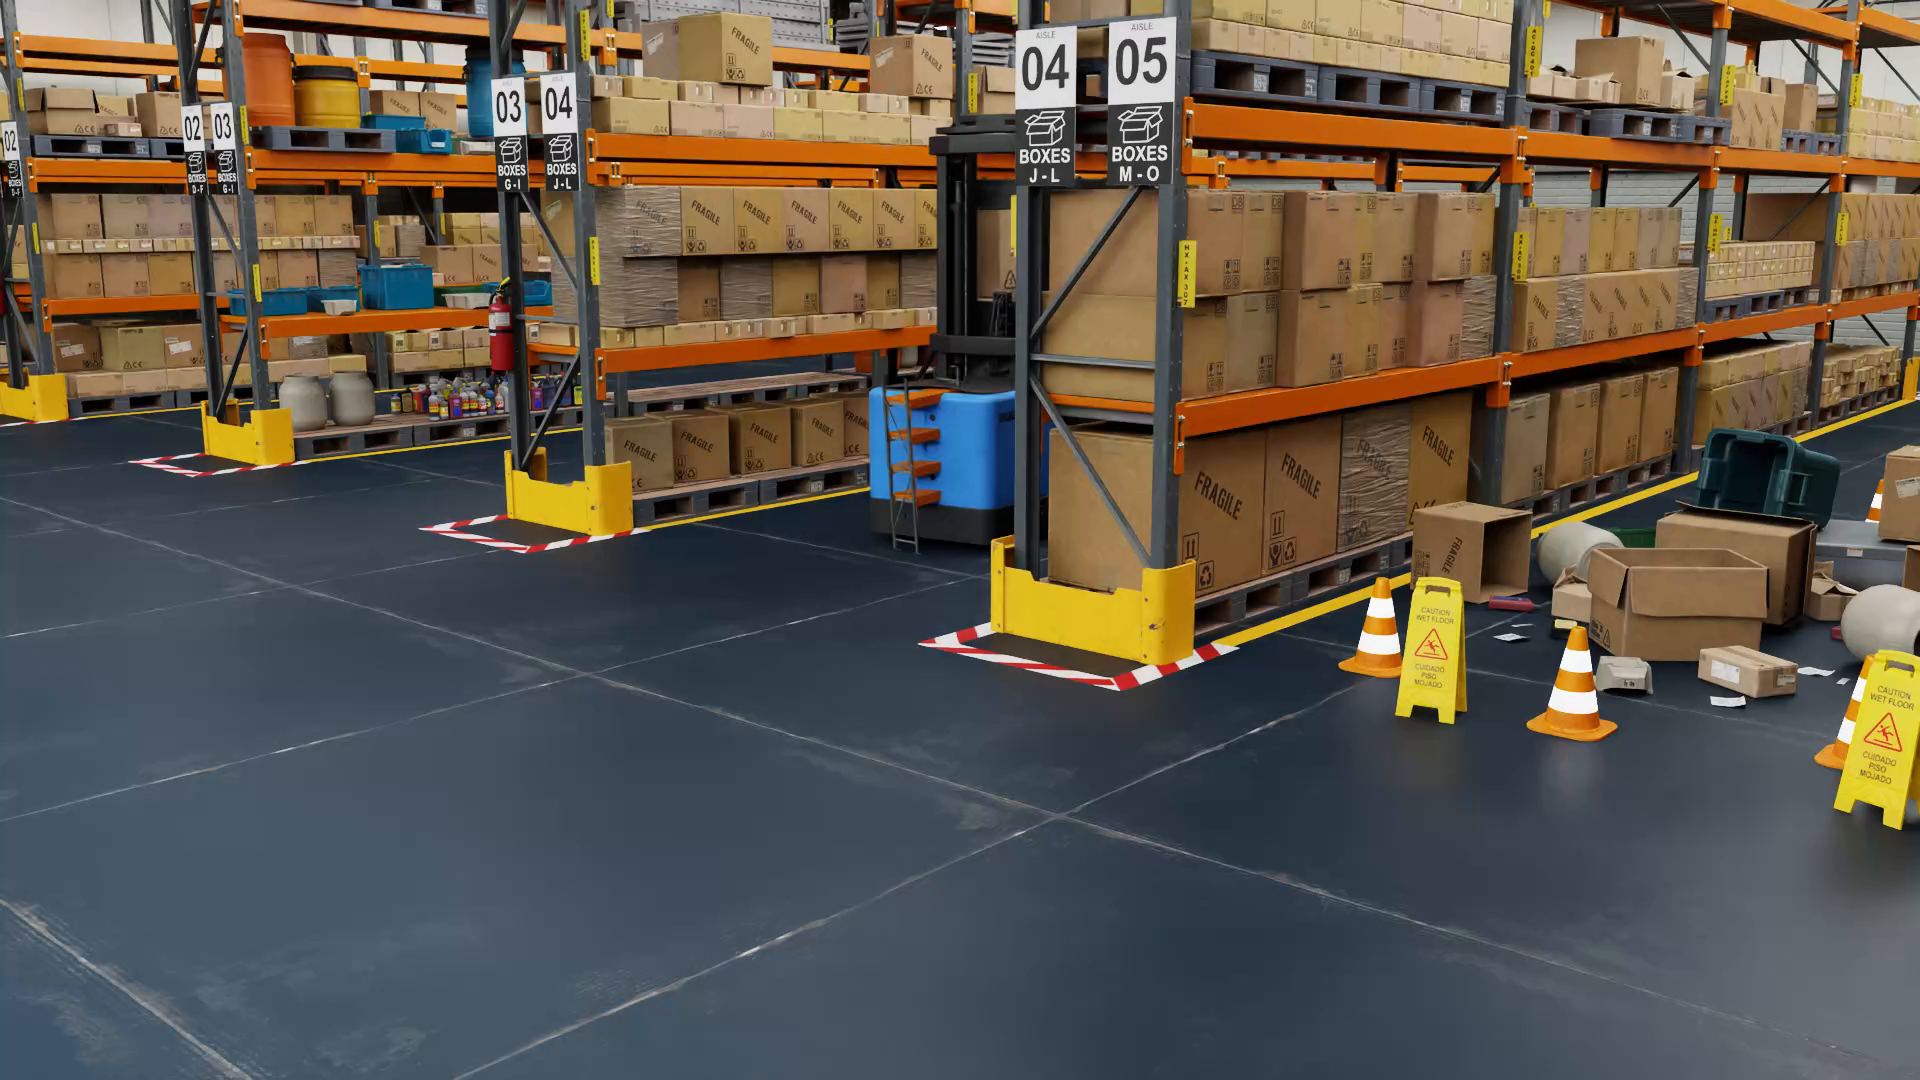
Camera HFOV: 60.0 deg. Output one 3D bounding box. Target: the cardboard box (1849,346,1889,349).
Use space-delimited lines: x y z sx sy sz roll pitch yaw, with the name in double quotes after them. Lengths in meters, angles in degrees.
10.906 -2.242 19.963 0.380 0.149 0.250 10 15 41 "cardboard box"

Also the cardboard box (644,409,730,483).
-2.153 -0.746 13.100 0.500 0.500 0.500 -7 13 -33 "cardboard box"

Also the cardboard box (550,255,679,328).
-2.563 -1.856 12.333 0.875 0.500 0.500 10 15 40 "cardboard box"

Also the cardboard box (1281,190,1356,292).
1.752 -1.738 9.617 0.875 0.550 0.550 10 15 40 "cardboard box"

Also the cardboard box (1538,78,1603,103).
4.473 -3.292 12.190 0.380 0.149 0.250 10 15 40 "cardboard box"

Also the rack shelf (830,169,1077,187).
-0.066 -4.814 22.334 1.077 0.370 4.000 10 15 40 "rack shelf"

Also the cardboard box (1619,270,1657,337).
5.237 -1.906 13.342 0.500 0.500 0.500 9 15 39 "cardboard box"

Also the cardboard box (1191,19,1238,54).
1.179 -2.540 8.424 0.380 0.149 0.250 10 15 41 "cardboard box"

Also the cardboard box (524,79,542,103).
-2.998 -3.258 12.073 0.380 0.149 0.250 10 15 40 "cardboard box"

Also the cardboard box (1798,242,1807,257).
8.338 -2.944 16.843 0.380 0.149 0.250 9 15 39 "cardboard box"

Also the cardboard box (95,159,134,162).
-11.960 -5.445 23.348 0.500 0.500 0.500 8 14 36 "cardboard box"

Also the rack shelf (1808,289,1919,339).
9.954 -2.635 19.083 1.077 0.370 4.000 10 15 40 "rack shelf"

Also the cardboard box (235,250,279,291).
-8.711 -3.285 20.246 0.700 0.500 0.500 10 15 41 "cardboard box"

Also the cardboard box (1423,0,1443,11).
2.682 -3.266 10.025 0.380 0.149 0.250 10 15 41 "cardboard box"

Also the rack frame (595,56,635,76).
-6.188 -8.213 29.856 1.000 3.000 0.127 10 15 40 "rack frame"

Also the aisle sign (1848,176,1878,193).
11.097 -4.606 20.479 0.394 0.787 0.004 10 15 40 "aisle sign"

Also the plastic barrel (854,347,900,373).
-1.076 -2.617 21.626 0.600 0.830 0.708 10 15 40 "plastic barrel"

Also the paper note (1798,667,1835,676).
4.299 0.657 8.375 0.142 0.019 0.148 -6 13 -28 "paper note"

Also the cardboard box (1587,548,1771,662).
3.755 0.335 8.747 0.797 0.503 0.637 0 11 1 "cardboard box"

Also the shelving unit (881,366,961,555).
-0.229 -0.546 11.317 0.258 1.200 0.503 10 20 43 "shelving unit"

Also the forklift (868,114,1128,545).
0.554 -1.631 12.396 1.130 2.935 3.031 7 13 31 "forklift"

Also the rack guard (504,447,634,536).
-2.897 -0.370 12.285 1.175 0.500 0.348 10 15 40 "rack guard"

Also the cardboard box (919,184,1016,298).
0.323 -2.772 15.326 1.000 1.000 1.000 10 15 41 "cardboard box"

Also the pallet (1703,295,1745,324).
6.383 -2.130 15.205 1.213 0.211 1.003 10 15 40 "pallet"

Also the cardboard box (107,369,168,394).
-9.537 -1.847 19.250 0.500 0.250 0.500 10 15 40 "cardboard box"

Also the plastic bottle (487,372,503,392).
-4.996 -1.637 17.888 0.144 0.351 0.185 9 14 38 "plastic bottle"

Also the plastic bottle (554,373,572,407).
-4.236 -1.598 17.693 0.144 0.351 0.185 9 15 39 "plastic bottle"

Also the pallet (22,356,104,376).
-12.691 -2.443 23.403 1.003 0.211 1.213 10 15 40 "pallet"

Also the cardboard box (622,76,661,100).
-2.348 -3.213 11.848 0.380 0.149 0.250 10 15 42 "cardboard box"

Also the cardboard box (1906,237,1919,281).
11.171 -3.378 19.949 0.500 0.500 0.500 10 15 41 "cardboard box"

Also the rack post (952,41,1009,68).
0.013 -6.373 21.918 0.954 0.300 0.937 -10 15 -41 "rack post"

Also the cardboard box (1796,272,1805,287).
8.349 -2.654 16.910 0.380 0.149 0.250 10 15 41 "cardboard box"

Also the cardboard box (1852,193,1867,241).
9.445 -3.492 17.968 0.500 0.500 0.500 9 15 39 "cardboard box"

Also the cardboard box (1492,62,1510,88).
3.352 -3.024 10.850 0.380 0.149 0.250 10 15 40 "cardboard box"

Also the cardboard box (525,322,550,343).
-5.939 -2.915 23.164 0.500 0.311 0.500 10 15 40 "cardboard box"

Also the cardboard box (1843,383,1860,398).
9.941 -1.710 18.819 0.380 0.149 0.250 9 15 39 "cardboard box"

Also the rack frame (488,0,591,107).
-2.947 -4.526 11.397 1.000 3.000 0.127 10 15 40 "rack frame"

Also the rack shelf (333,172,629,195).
-6.425 -4.866 22.596 1.077 0.370 4.000 10 15 40 "rack shelf"

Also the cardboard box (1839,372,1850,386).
9.726 -1.825 18.639 0.380 0.149 0.250 11 16 43 "cardboard box"

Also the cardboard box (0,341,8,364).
-13.209 -2.577 22.695 0.500 0.311 0.500 -11 15 -43 "cardboard box"

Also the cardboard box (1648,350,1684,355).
6.573 -1.663 15.775 0.500 0.250 0.500 10 15 41 "cardboard box"

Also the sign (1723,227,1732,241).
8.221 -3.187 17.800 0.100 0.325 0.005 10 15 40 "sign"

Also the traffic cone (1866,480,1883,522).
6.345 -0.183 11.445 0.336 0.463 0.334 10 15 40 "traffic cone"

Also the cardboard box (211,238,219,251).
-8.950 -3.489 19.608 0.380 0.149 0.250 10 15 41 "cardboard box"

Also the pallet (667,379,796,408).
-2.733 -1.747 19.917 1.003 0.211 1.213 10 15 40 "pallet"

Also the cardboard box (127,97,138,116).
-11.596 -6.005 23.602 0.500 0.500 0.500 8 14 36 "cardboard box"

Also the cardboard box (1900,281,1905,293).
11.079 -3.043 19.928 0.380 0.149 0.250 10 15 40 "cardboard box"

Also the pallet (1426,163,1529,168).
7.133 -5.255 22.932 1.003 0.211 1.213 10 15 40 "pallet"

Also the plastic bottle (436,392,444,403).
-5.400 -1.436 17.261 0.097 0.201 0.097 0 11 0 "plastic bottle"

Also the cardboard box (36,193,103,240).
-10.033 -3.626 18.638 0.700 0.500 0.500 10 15 41 "cardboard box"

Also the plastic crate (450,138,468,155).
-5.273 -3.983 16.878 0.336 0.188 0.450 10 15 40 "plastic crate"

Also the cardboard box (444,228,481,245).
-8.316 -4.926 27.648 0.500 0.500 0.500 10 15 42 "cardboard box"

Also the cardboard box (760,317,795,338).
-1.517 -1.680 13.107 0.380 0.149 0.250 10 15 40 "cardboard box"

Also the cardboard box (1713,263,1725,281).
6.640 -2.419 14.974 0.380 0.149 0.250 11 16 43 "cardboard box"

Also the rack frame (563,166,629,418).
-4.027 -2.813 18.137 1.000 3.000 0.127 10 15 40 "rack frame"

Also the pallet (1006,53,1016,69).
0.731 -6.518 22.871 1.003 0.211 1.213 10 15 40 "pallet"

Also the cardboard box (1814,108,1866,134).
9.131 -4.376 17.410 0.500 0.250 0.500 10 15 42 "cardboard box"
